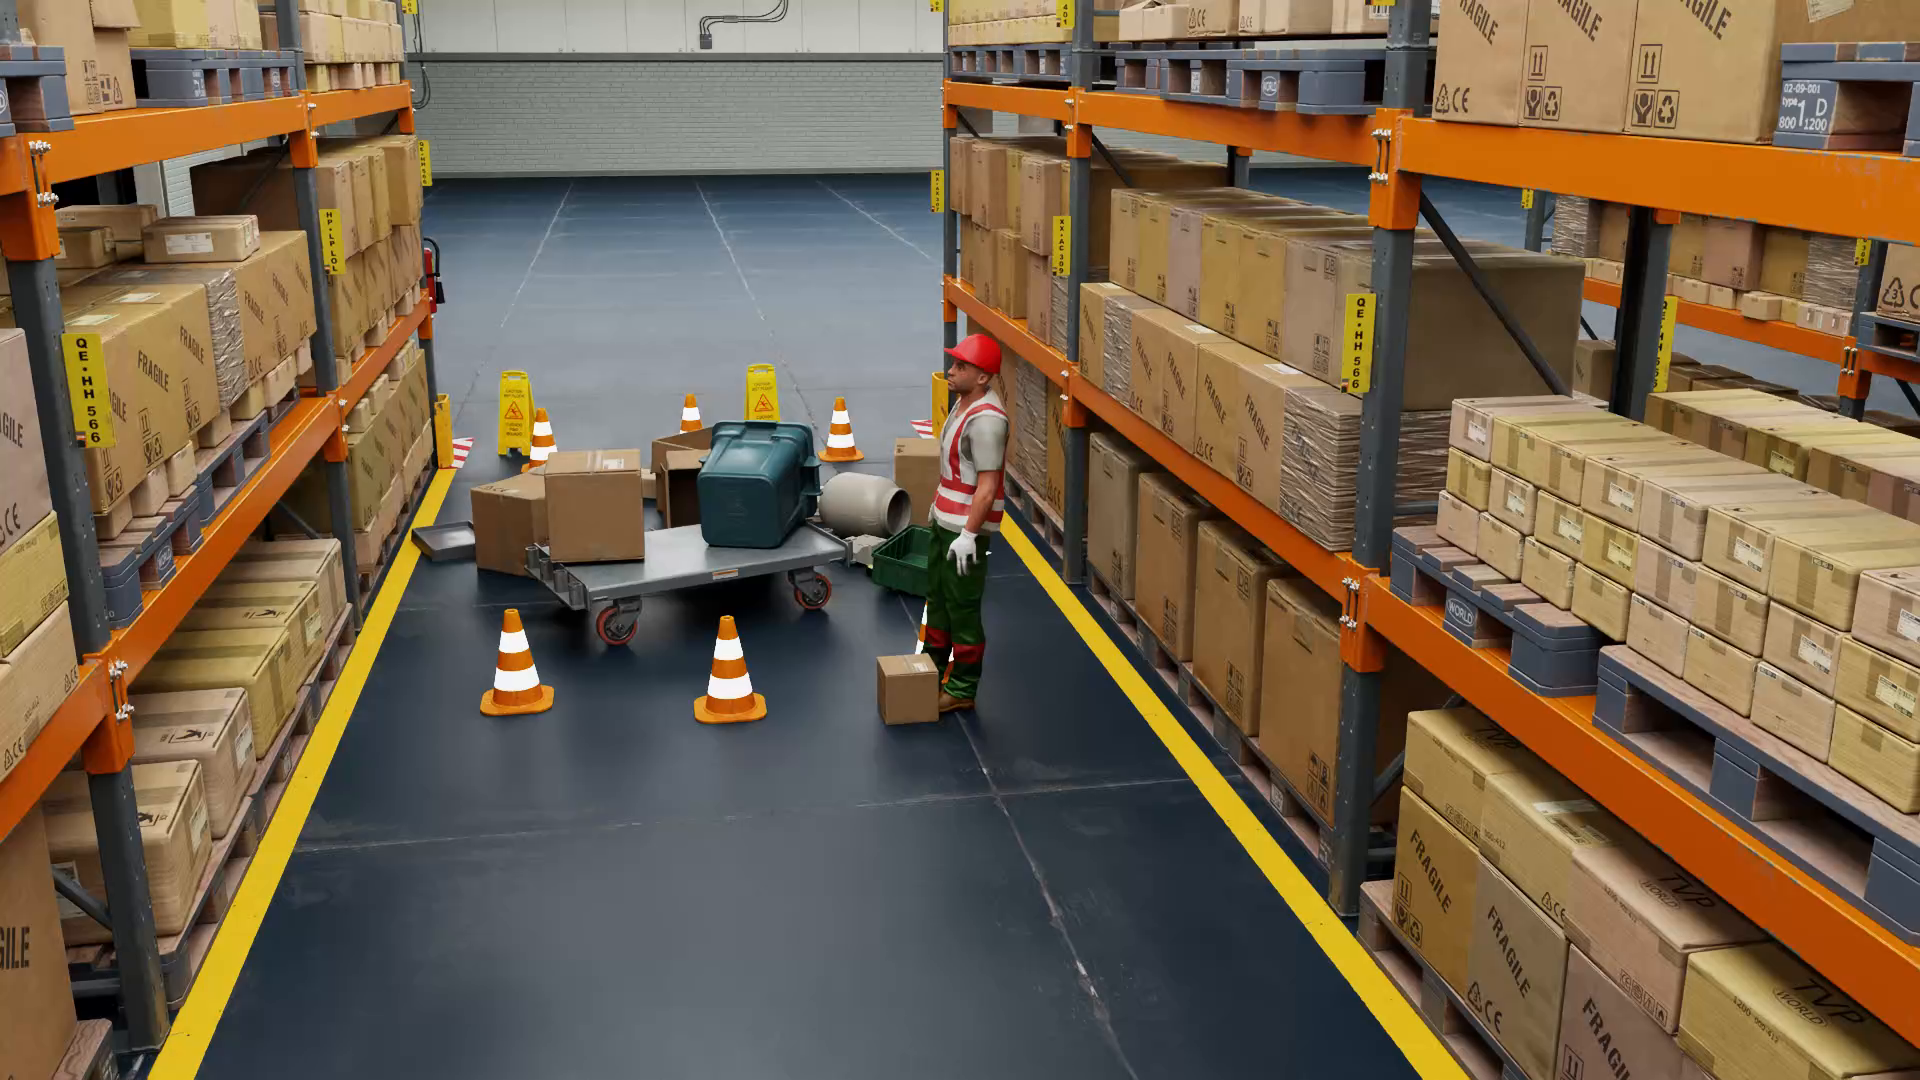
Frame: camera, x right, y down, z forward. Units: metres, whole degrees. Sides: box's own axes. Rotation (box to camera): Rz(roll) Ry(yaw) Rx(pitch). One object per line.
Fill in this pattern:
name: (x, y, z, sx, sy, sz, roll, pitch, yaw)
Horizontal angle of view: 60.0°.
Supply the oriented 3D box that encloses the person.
person: (-0.066, -0.065, 7.681, 0.561, 1.790, 0.638, -3, 16, -10)
